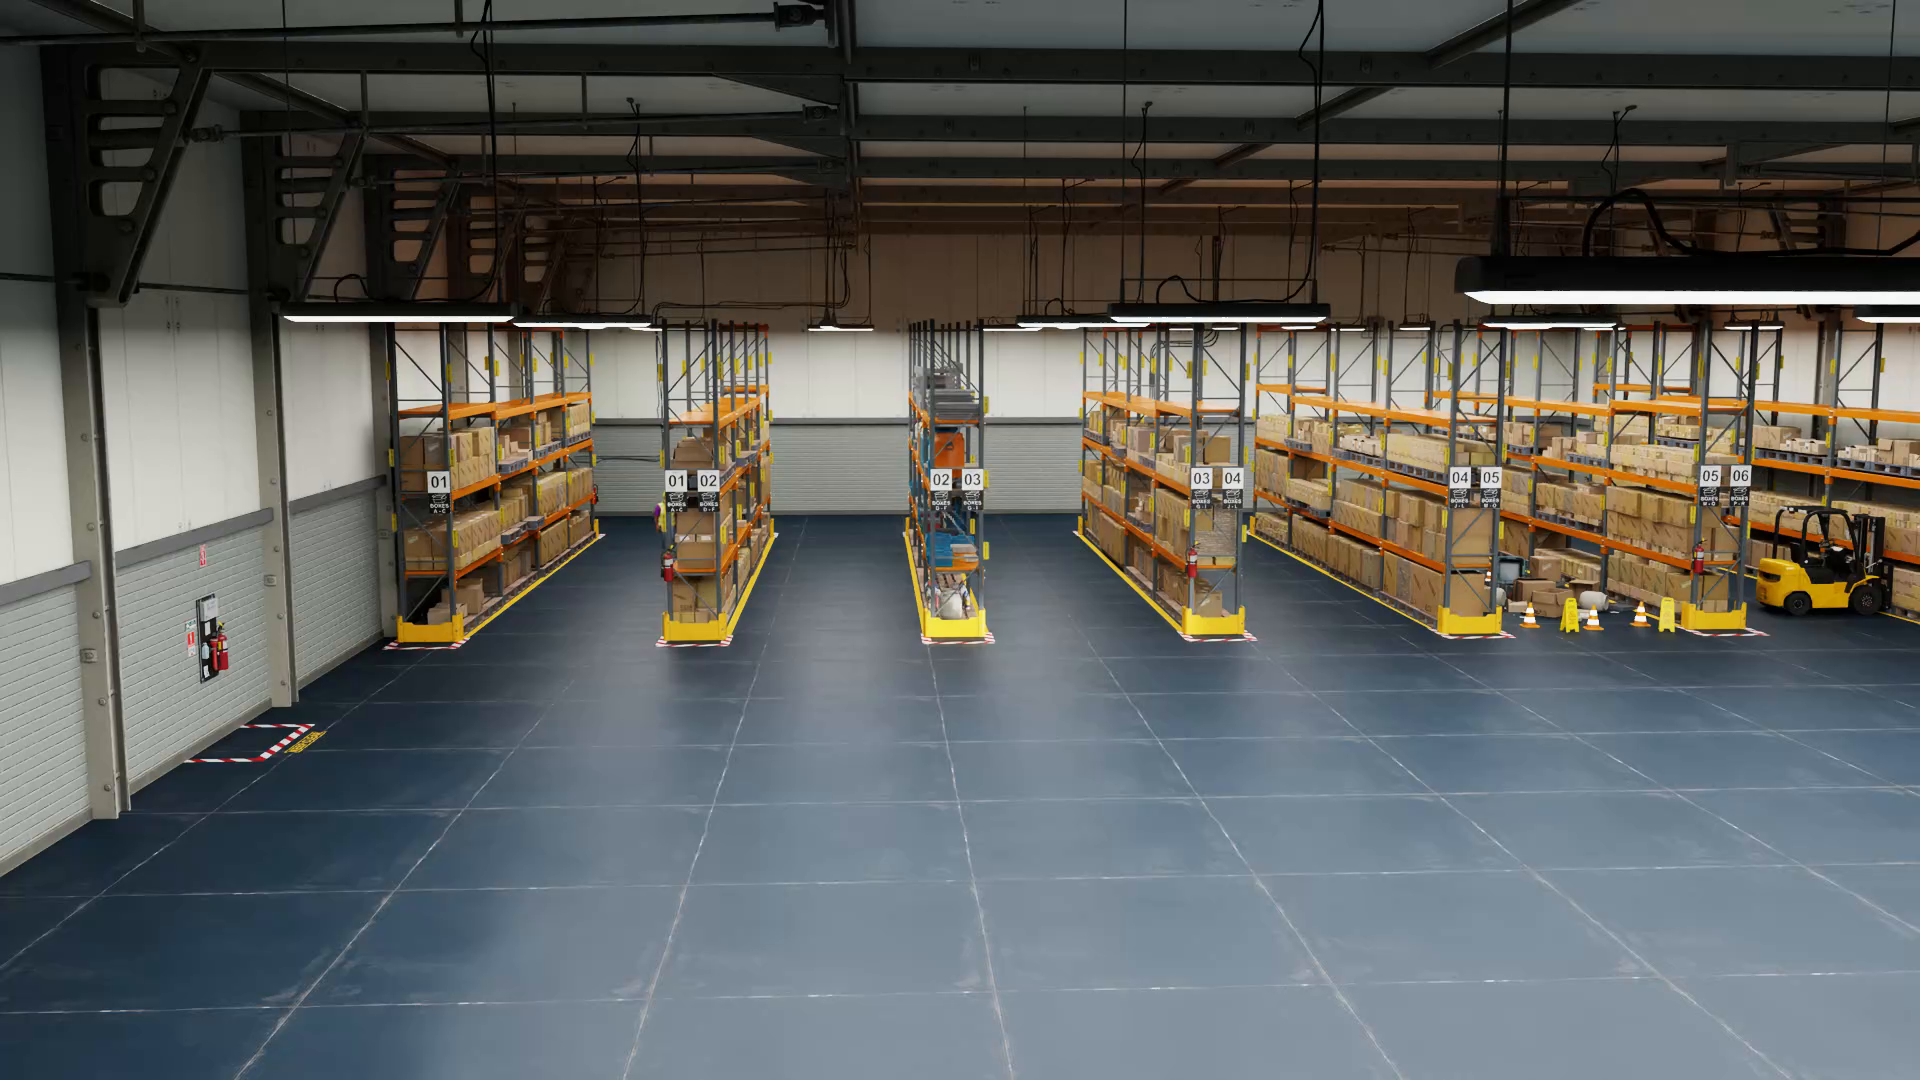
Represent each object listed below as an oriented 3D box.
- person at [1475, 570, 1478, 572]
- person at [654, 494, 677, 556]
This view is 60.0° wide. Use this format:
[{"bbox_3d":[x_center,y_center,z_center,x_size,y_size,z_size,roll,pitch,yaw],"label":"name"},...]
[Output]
[{"bbox_3d":[11.849,0.090,38.623,0.434,1.772,0.566,3,8,22],"label":"person"},{"bbox_3d":[-7.501,-0.352,42.304,0.520,1.721,1.042,0,7,-2],"label":"person"}]
